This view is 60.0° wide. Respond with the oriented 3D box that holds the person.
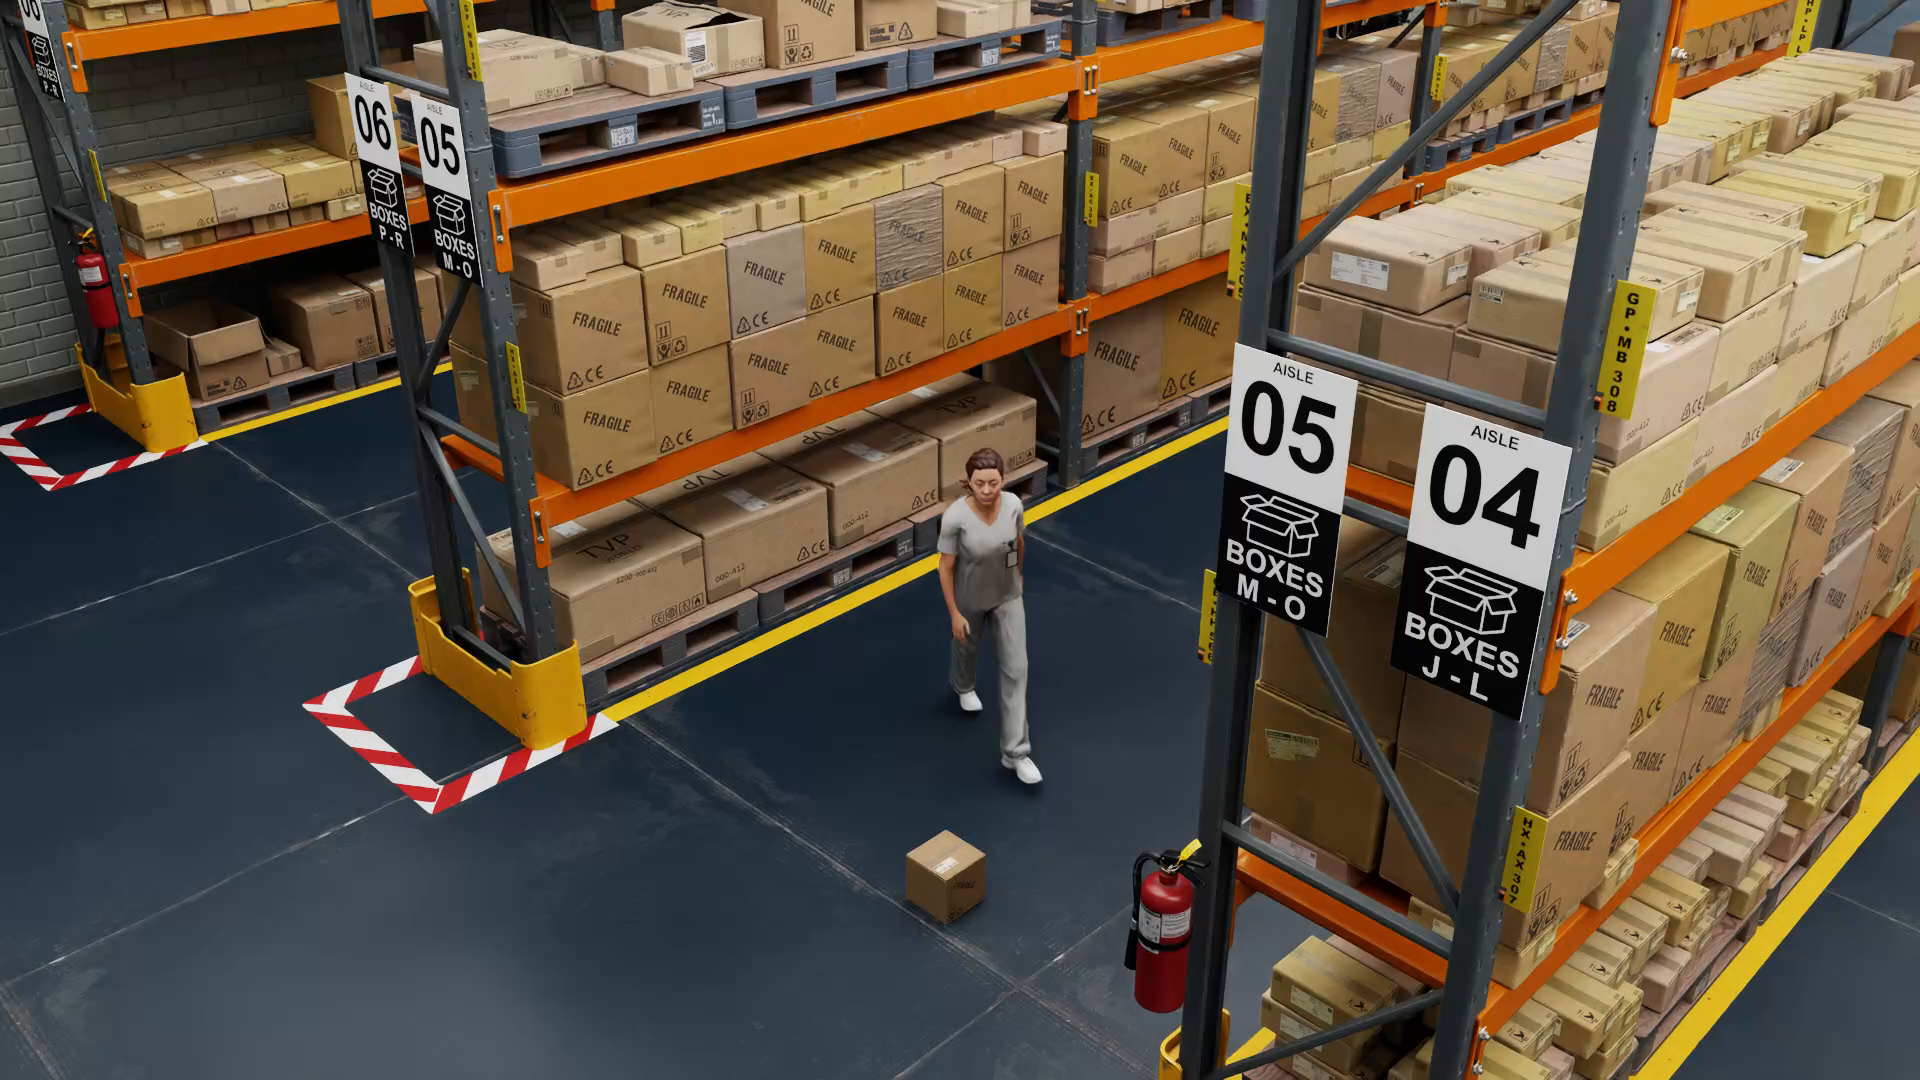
[{"bbox_3d":[0.123,0.293,8.054,0.474,1.606,1.013,-5,28,-10],"label":"person"}]
